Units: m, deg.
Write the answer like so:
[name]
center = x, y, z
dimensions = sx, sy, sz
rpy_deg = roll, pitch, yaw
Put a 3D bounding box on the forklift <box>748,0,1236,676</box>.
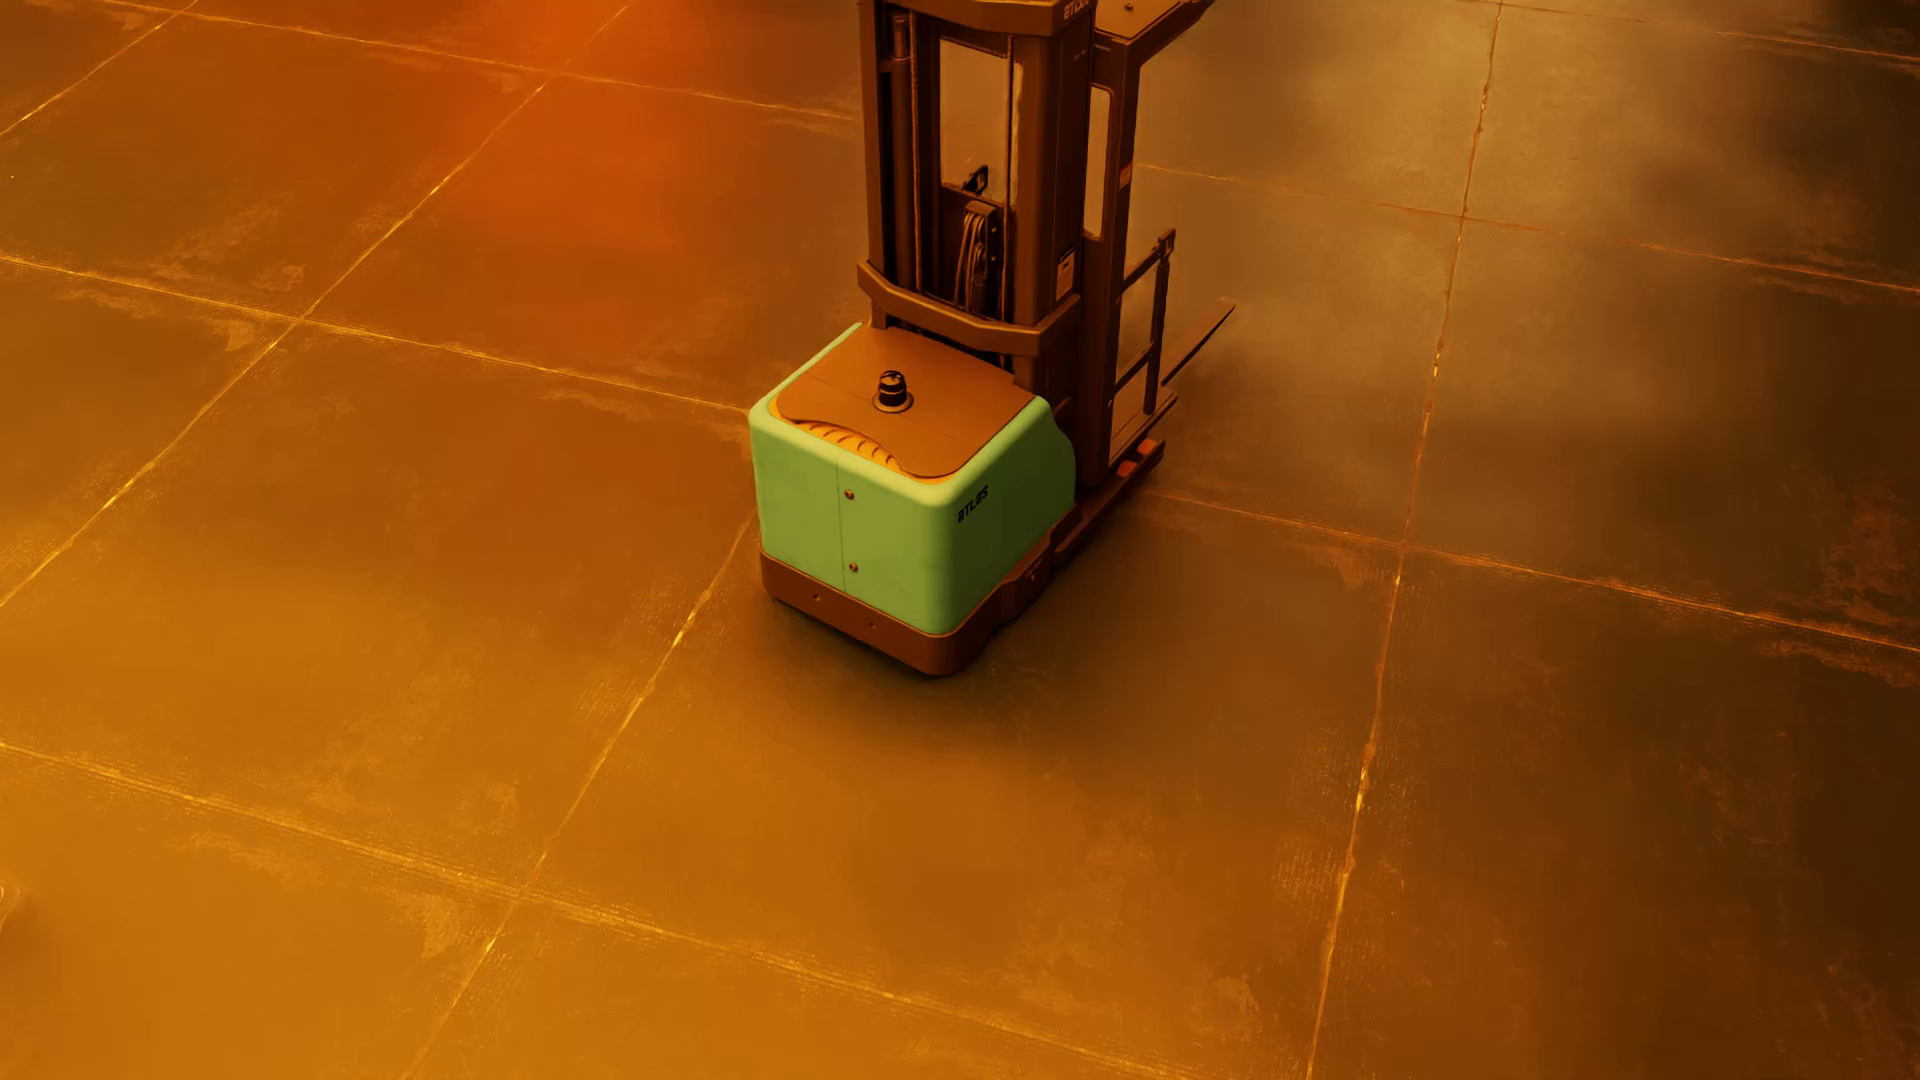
[forklift]
center = 0.350, -1.465, 7.263
dimensions = 1.130, 2.935, 3.031
rpy_deg = 25, 48, 24
